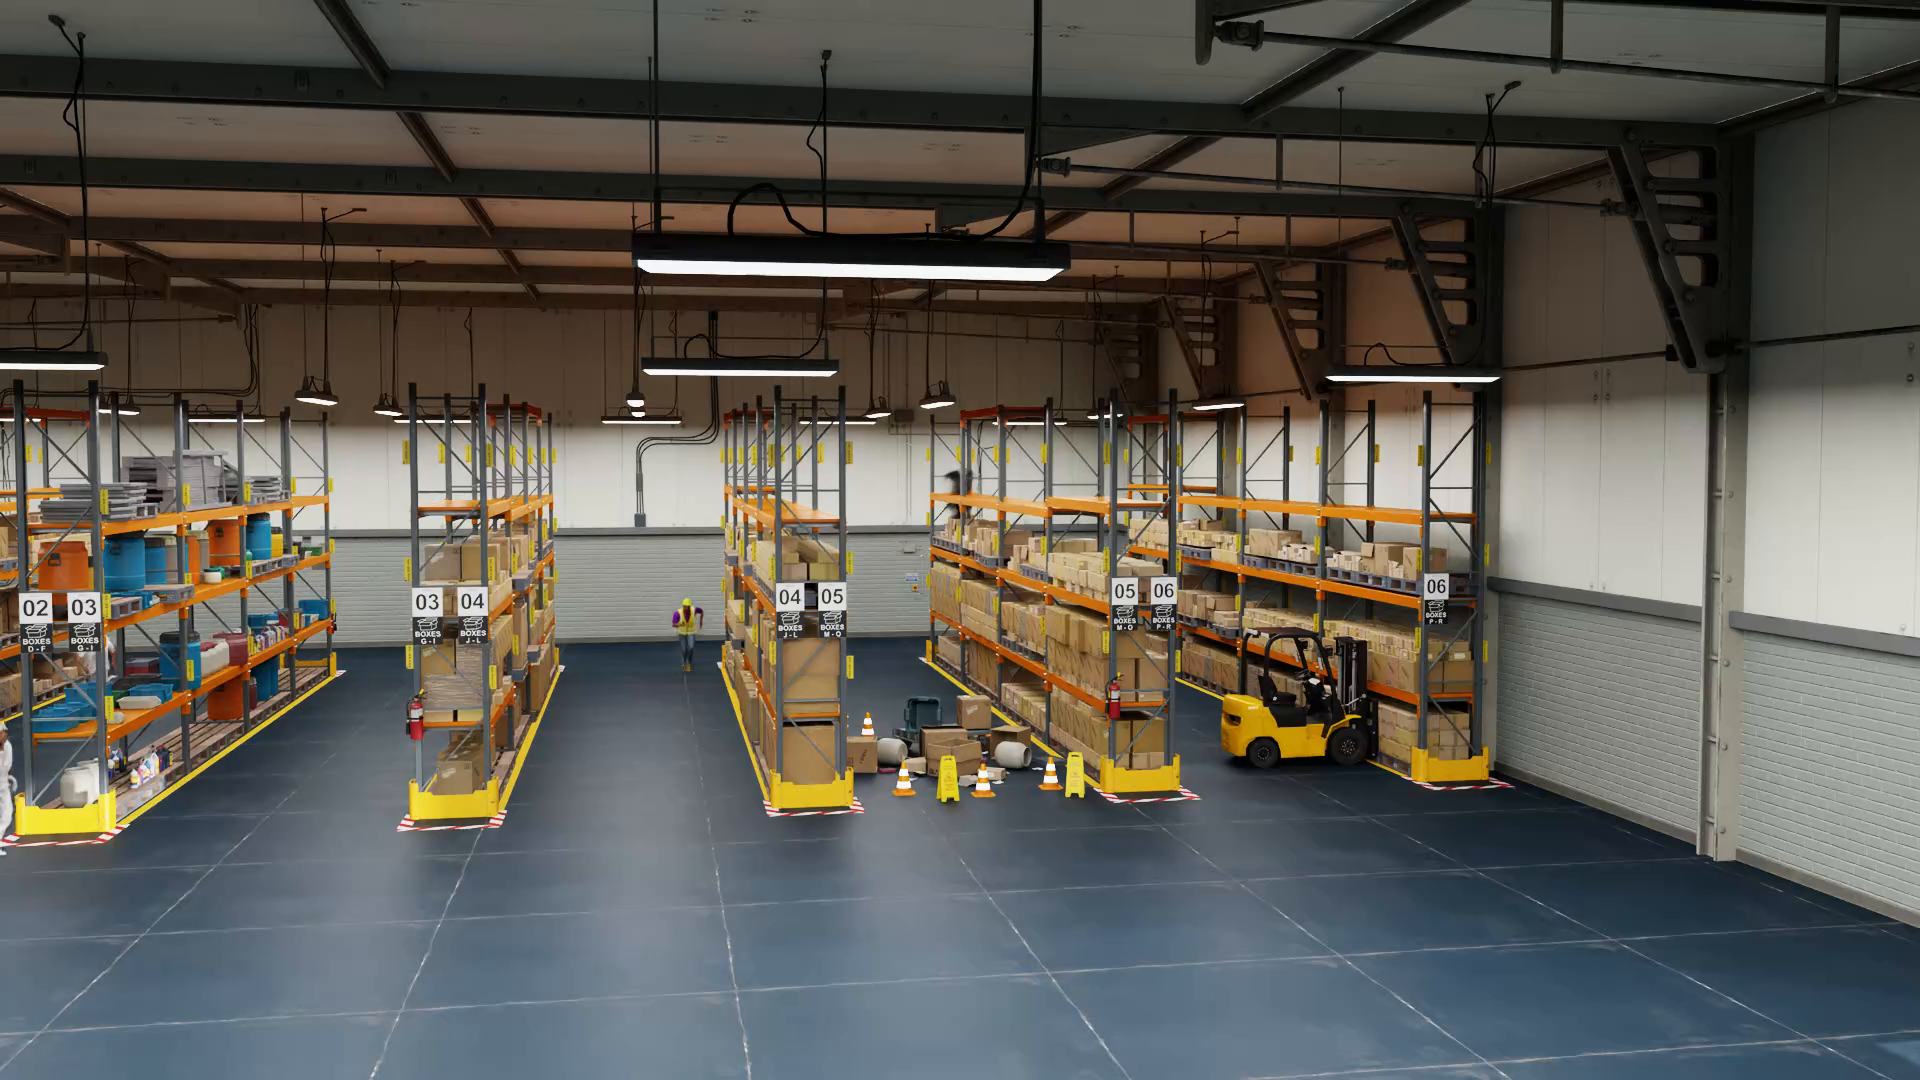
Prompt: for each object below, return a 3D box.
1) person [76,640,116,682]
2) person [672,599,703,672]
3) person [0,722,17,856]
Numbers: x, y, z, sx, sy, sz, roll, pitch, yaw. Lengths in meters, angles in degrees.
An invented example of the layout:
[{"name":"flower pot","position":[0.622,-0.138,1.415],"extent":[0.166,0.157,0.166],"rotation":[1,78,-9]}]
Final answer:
[{"name":"person","position":[-16.716,2.520,32.177],"extent":[0.703,1.712,0.753],"rotation":[-2,3,-30]},{"name":"person","position":[-6.321,2.227,38.612],"extent":[0.722,1.756,0.923],"rotation":[-1,3,-11]},{"name":"person","position":[-12.186,3.109,20.840],"extent":[0.663,1.695,0.660],"rotation":[1,3,19]}]
